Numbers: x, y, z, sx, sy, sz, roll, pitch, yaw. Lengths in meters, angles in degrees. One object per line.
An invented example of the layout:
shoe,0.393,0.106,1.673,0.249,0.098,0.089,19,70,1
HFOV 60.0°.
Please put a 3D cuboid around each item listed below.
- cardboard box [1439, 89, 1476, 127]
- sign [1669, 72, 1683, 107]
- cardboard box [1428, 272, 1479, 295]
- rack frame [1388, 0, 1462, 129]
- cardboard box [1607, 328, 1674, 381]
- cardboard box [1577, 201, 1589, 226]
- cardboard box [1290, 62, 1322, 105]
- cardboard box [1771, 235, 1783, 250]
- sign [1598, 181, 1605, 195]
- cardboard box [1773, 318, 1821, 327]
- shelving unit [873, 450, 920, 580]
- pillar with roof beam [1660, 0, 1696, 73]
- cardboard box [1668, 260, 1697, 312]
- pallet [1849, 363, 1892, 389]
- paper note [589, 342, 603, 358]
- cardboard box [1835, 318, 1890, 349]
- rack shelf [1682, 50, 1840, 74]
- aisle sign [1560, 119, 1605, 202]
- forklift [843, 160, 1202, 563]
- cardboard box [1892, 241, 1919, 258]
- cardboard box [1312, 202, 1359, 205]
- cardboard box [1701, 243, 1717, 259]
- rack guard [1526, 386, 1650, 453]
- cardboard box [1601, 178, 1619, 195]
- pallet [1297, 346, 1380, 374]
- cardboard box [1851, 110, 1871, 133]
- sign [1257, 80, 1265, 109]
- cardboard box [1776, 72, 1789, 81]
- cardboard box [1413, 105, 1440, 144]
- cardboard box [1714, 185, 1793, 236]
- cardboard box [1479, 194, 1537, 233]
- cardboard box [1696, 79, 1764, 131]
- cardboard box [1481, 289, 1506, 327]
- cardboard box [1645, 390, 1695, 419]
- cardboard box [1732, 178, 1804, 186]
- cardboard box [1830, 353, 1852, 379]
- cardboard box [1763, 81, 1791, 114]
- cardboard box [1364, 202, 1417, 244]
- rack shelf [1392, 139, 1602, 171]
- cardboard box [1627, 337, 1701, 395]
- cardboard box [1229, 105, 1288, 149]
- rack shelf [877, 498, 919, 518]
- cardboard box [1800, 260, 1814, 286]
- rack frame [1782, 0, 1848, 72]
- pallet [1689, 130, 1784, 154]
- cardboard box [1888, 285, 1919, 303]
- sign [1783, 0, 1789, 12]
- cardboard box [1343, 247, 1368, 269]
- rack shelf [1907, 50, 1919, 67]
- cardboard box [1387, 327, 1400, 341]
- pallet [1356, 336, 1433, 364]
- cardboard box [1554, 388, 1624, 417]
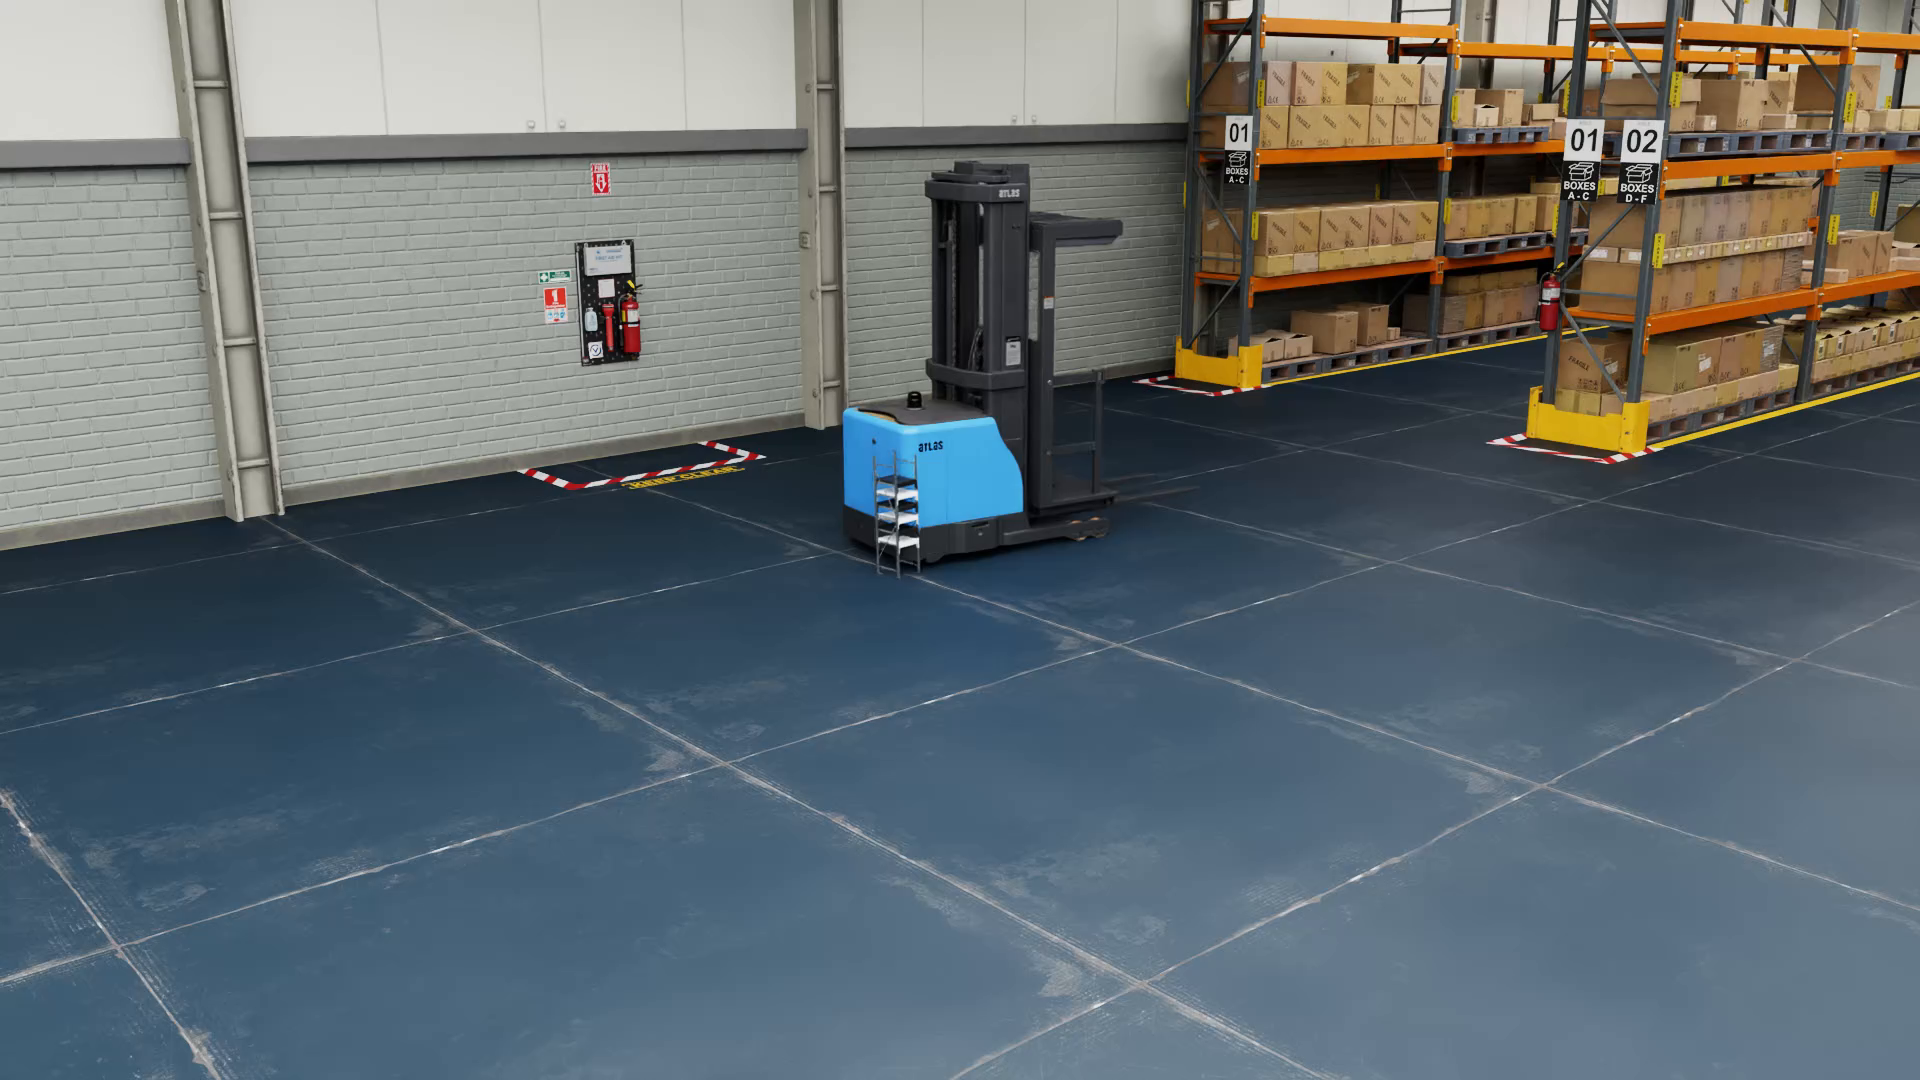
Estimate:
cardboard box,6.617,-5.865,22.574,0.500,0.500,0.500,-9,18,-32
sign,6.749,-4.247,15.676,0.005,0.325,0.100,-13,19,-39
cardboard box,7.026,-3.658,23.669,0.500,0.250,0.500,-13,20,-41
rack frame,6.152,-6.986,21.965,0.127,3.000,1.000,-13,19,-39
cardboard box,7.343,-2.004,18.000,0.500,0.500,0.500,-13,19,-39
cardboard box,9.704,-4.999,25.344,0.500,0.500,0.500,-12,19,-38
cardboard box,3.996,-5.493,20.020,0.500,0.500,0.500,-13,20,-40
cardboard box,8.761,-3.266,18.216,0.250,0.149,0.380,-13,20,-39
sign,9.533,-5.182,24.748,0.005,0.325,0.100,-13,19,-39
cardboard box,10.290,-2.567,20.475,0.500,0.311,0.500,-13,20,-40
shelving unit,-0.463,-0.184,12.183,0.258,0.900,0.210,14,21,43
pillar with roof beam,14.973,-7.790,24.976,0.400,9.000,9.100,-13,19,-39
cardboard box,7.143,-2.661,17.205,0.500,0.500,0.700,-12,19,-38
pallet,10.858,-2.117,20.765,1.213,0.211,1.003,-13,19,-39
paper note,-3.500,-1.827,15.984,0.142,0.148,0.016,-13,19,-39
cardboard box,11.041,-2.551,20.416,0.500,0.311,0.500,-12,19,-38
rack shelf,13.696,-8.139,28.452,4.000,0.370,1.077,-13,19,-39
aisle sign,6.147,-3.748,16.431,0.004,0.787,0.394,-13,19,-39
forklift,0.592,-1.508,13.218,3.031,2.935,1.130,-9,18,-31
cardboard box,12.121,-3.705,21.481,0.500,0.311,0.500,-11,19,-36
cardboard box,4.888,-4.178,21.876,0.500,0.500,0.500,-12,19,-38
cardboard box,7.604,-3.007,17.246,0.250,0.149,0.380,-14,20,-41
rack guard,6.371,-1.234,16.902,0.348,0.500,1.175,-13,19,-39
cardboard box,9.703,-5.361,25.244,0.500,0.250,0.500,-12,19,-38
pallet,4.748,-2.412,21.870,1.213,0.211,1.003,-13,19,-39
cardboard box,10.290,-4.899,19.444,0.500,0.250,0.500,14,20,42
sign,3.491,-5.176,19.307,0.005,0.325,0.100,-13,19,-39
cardboard box,13.662,-7.672,28.177,0.500,0.500,0.500,-12,19,-39
cardboard box,5.931,-5.460,21.835,0.500,0.500,0.500,-12,19,-38
cardboard box,8.696,-3.636,18.344,0.500,0.500,0.700,-13,20,-39
cardboard box,7.896,-4.729,24.095,0.500,0.500,0.700,-13,19,-39
cardboard box,7.821,-4.442,16.976,0.500,0.500,0.500,-13,19,-39
cardboard box,7.465,-3.396,24.143,0.500,0.500,0.700,-12,19,-39
cardboard box,7.314,-1.453,17.393,0.500,0.250,0.500,-13,19,-39
cardboard box,14.285,-6.051,29.511,0.700,0.700,0.980,-13,20,-40
cardboard box,10.260,-2.104,19.830,0.500,0.250,0.500,-12,19,-38
cardboard box,8.854,-4.858,18.532,0.500,0.500,0.500,-11,18,-35
cardboard box,5.626,-4.161,21.814,0.500,0.500,0.500,-13,20,-40
rack shelf,7.661,-5.528,23.714,4.000,0.370,1.077,-13,19,-39
cardboard box,7.316,-1.815,17.295,0.500,0.500,0.500,-13,19,-39
cardboard box,3.551,-4.925,19.830,0.500,0.500,0.500,-12,19,-38
rack shelf,-0.465,-0.239,12.168,0.258,0.077,0.200,14,21,43
cardboard box,9.749,-3.143,19.495,0.500,0.250,0.500,-11,19,-36
rack frame,15.205,-9.019,29.576,0.127,3.000,1.000,-13,19,-39
pallet,7.860,-4.175,17.426,1.213,0.211,1.003,-13,19,-39
cardboard box,13.015,-3.383,22.640,0.500,0.250,0.500,-12,19,-37
sign,14.845,-9.655,29.843,0.005,0.325,0.100,-13,19,-39
cardboard box,4.864,-3.629,21.275,0.500,0.250,0.500,-12,19,-39
rack shelf,13.933,-6.498,22.307,4.000,0.370,1.077,-13,19,-39
cardboard box,5.768,-2.835,22.687,0.380,0.166,0.250,13,20,40
pallet,5.669,-2.619,22.648,1.213,0.211,1.003,-13,19,-39
cardboard box,6.600,-1.469,17.451,0.500,0.250,0.500,-13,19,-39
